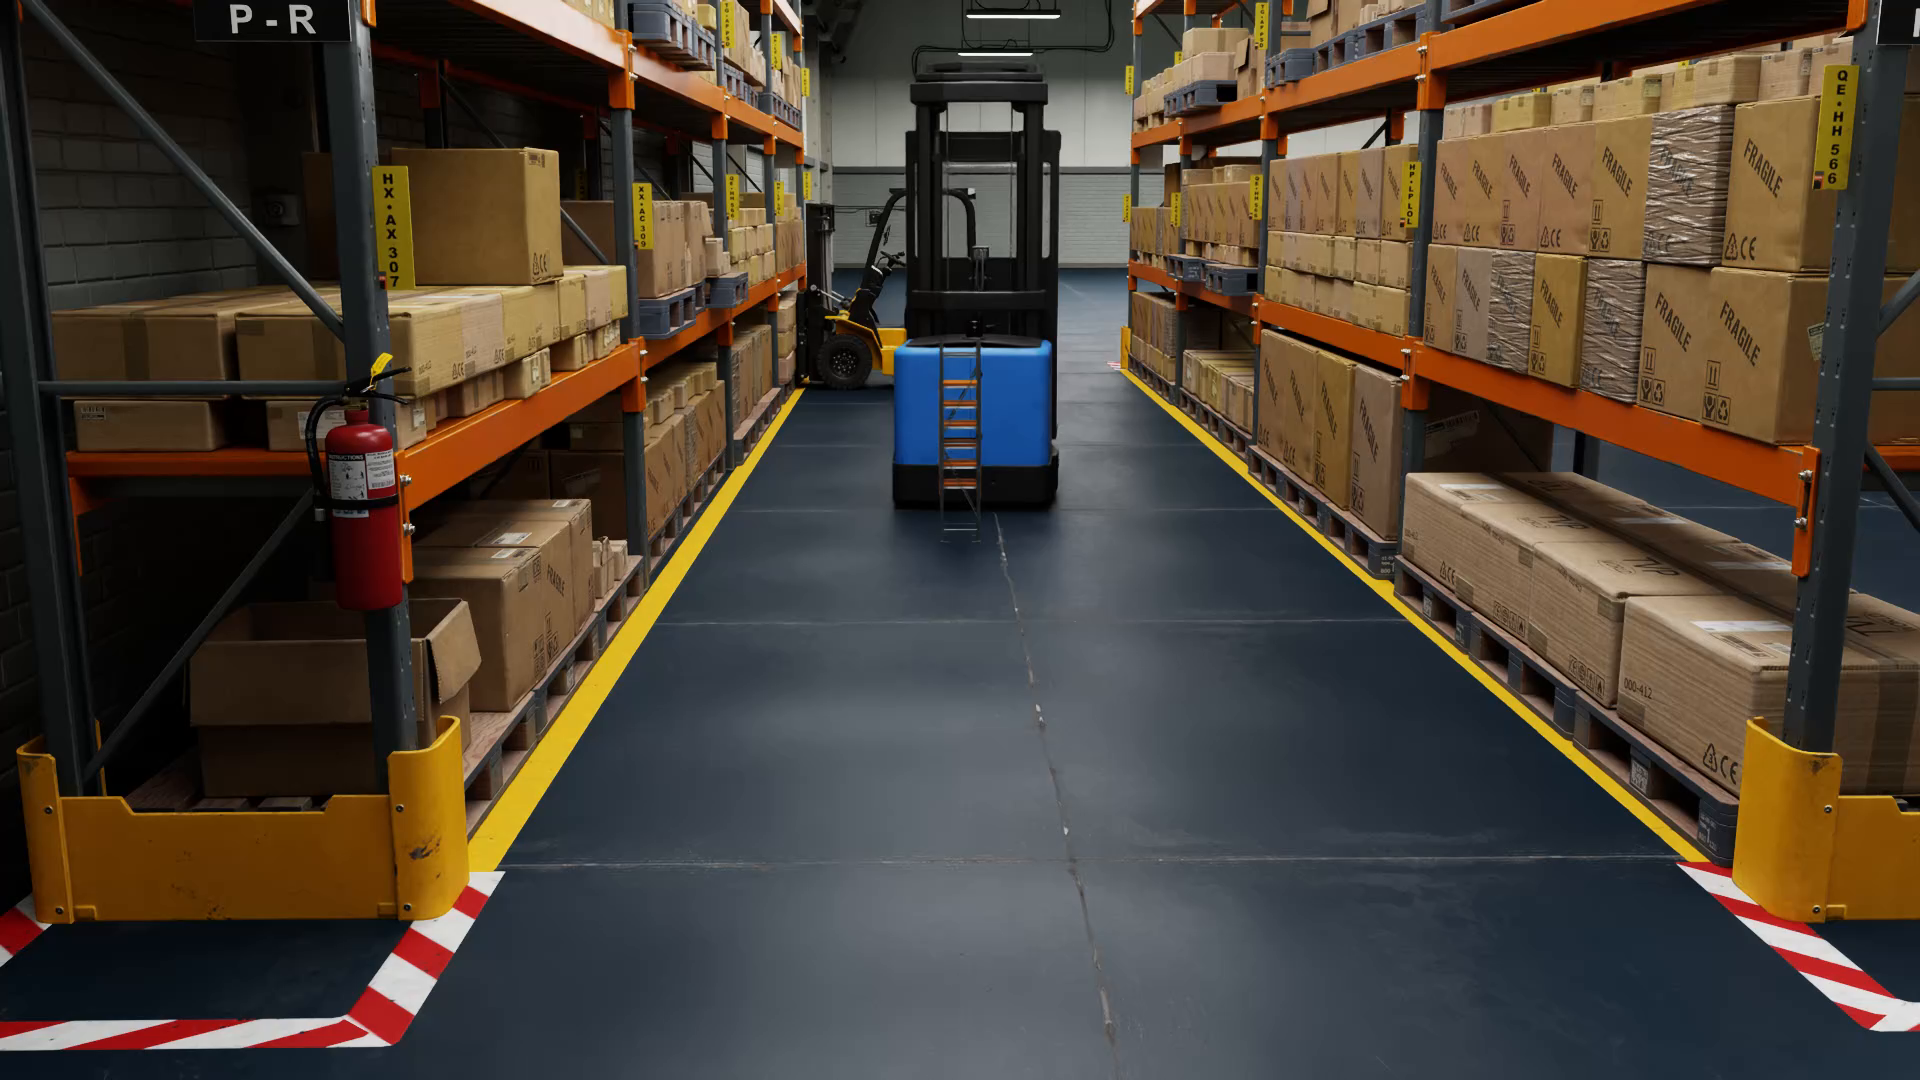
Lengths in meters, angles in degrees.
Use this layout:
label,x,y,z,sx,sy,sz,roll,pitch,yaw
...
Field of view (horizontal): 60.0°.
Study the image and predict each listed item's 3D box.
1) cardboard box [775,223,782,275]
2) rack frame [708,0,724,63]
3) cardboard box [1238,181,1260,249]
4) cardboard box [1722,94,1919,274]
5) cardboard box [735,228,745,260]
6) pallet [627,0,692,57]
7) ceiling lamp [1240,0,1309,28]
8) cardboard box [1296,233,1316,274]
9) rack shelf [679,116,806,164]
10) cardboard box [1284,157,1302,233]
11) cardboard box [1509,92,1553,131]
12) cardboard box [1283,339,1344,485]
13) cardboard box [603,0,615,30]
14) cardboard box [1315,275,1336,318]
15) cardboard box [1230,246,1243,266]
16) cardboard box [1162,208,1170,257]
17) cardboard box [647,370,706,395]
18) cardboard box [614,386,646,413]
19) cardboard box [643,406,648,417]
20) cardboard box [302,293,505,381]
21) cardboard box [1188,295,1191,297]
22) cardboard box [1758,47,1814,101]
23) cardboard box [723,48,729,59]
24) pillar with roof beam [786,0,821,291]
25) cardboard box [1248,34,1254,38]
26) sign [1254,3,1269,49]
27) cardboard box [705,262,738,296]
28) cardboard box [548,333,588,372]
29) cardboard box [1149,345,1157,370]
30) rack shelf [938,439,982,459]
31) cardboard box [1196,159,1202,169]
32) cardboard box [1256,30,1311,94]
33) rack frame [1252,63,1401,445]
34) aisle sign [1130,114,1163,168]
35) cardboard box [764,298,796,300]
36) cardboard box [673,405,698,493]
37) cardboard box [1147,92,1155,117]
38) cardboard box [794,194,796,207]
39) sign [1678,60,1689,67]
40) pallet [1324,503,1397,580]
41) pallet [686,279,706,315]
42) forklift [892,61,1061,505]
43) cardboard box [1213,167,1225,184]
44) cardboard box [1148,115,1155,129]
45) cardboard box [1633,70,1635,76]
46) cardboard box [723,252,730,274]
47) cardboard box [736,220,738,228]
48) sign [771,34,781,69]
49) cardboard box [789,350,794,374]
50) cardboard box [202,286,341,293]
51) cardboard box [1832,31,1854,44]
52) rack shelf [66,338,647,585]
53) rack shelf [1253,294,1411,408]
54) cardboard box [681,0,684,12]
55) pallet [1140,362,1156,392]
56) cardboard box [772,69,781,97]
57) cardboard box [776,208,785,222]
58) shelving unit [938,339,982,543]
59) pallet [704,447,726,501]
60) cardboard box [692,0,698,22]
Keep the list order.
label,x,y,z,sx,sy,sz,roll,pitch,yaw
cardboard box,-2.053,-2.929,16.699,0.500,0.500,0.500,-1,11,-3
rack frame,-2.222,-4.935,11.753,1.000,3.000,0.127,0,11,-1
cardboard box,2.453,-2.506,12.813,0.500,0.500,0.500,-1,11,-3
cardboard box,2.657,-1.060,4.974,0.500,0.500,0.500,0,11,1
cardboard box,-1.996,-2.356,13.245,0.500,0.250,0.500,0,11,1
pallet,-2.083,-2.708,8.791,1.213,0.211,1.003,0,11,-1
ceiling lamp,8.322,-14.489,44.166,2.000,3.185,0.800,0,11,-1
cardboard box,2.511,-1.884,10.923,0.500,0.250,0.500,0,11,-1
rack shelf,-2.346,-4.305,18.002,1.077,0.370,4.000,0,11,-1
cardboard box,2.526,-2.358,11.371,0.500,0.500,0.500,0,11,-1
cardboard box,2.559,-1.810,7.040,0.380,0.149,0.250,-1,11,-3
cardboard box,2.686,-0.866,11.071,0.875,0.875,0.875,0,11,0
cardboard box,-1.837,-2.477,7.811,0.380,0.149,0.250,0,11,-2
cardboard box,2.546,-1.540,10.484,0.500,0.250,0.500,0,11,-1
cardboard box,2.370,-2.266,13.261,0.380,0.149,0.250,0,11,-2
cardboard box,2.382,-3.196,17.268,0.500,0.500,0.500,0,11,1
cardboard box,-1.961,-1.090,11.488,0.380,0.149,0.250,-1,11,-3
cardboard box,-1.934,-0.768,9.154,0.380,0.149,0.250,-1,11,-4
cardboard box,-1.981,-0.677,9.451,0.380,0.149,0.250,-1,11,-4
cardboard box,-1.808,-0.669,5.441,0.500,0.250,0.500,0,11,-1
cardboard box,2.866,-2.571,19.159,0.500,0.500,0.500,0,11,1
cardboard box,2.669,-1.404,5.037,0.380,0.149,0.250,0,11,0
cardboard box,-1.926,-3.676,12.371,0.380,0.166,0.250,0,11,-1
pillar with roof beam,0.658,-9.979,36.616,9.100,9.000,0.548,0,11,-1
cardboard box,2.797,-4.544,15.433,0.500,0.250,0.500,0,11,0
sign,2.198,-3.738,12.095,0.100,0.325,0.005,0,11,-1
cardboard box,-1.987,-2.011,12.804,0.500,0.250,0.500,0,11,-1
cardboard box,-1.812,-0.809,7.132,0.380,0.149,0.250,0,11,-2
cardboard box,2.350,-1.993,18.199,0.500,0.250,0.500,0,11,0
rack shelf,0.000,-0.547,9.963,0.258,0.103,0.180,0,11,-1
cardboard box,2.893,-3.786,17.663,0.700,0.500,0.500,0,11,-2
cardboard box,2.731,-3.724,13.075,0.700,0.500,0.500,0,11,-1
rack frame,2.740,-2.016,12.454,1.000,3.000,0.127,0,11,-1
aisle sign,2.264,-4.892,20.089,0.394,0.787,0.004,0,11,-1
cardboard box,-2.027,-2.541,18.385,0.500,0.250,0.500,0,11,-2
cardboard box,-1.956,-0.586,10.635,0.500,0.500,0.500,-1,11,-3
cardboard box,2.355,-4.845,18.482,0.500,0.250,0.500,0,11,1
cardboard box,-2.054,-3.826,18.742,0.380,0.149,0.250,0,11,0
sign,7.050,-4.612,16.202,0.100,0.325,0.005,0,11,-1
pallet,2.732,-0.008,9.566,1.003,0.211,1.213,0,11,-1
pallet,-2.178,-1.515,10.464,1.003,0.211,1.213,0,11,-1
forklift,0.177,-1.919,12.145,1.130,2.935,3.031,1,11,4
cardboard box,2.439,-3.220,14.697,0.380,0.149,0.250,0,11,2
cardboard box,2.288,-4.630,18.422,0.380,0.149,0.250,0,11,-1
cardboard box,7.319,-4.946,17.671,0.500,0.250,0.500,0,11,-2
cardboard box,-1.825,-1.949,11.697,0.380,0.149,0.250,0,11,0
cardboard box,-1.990,-2.583,13.362,0.380,0.149,0.250,0,11,-1
sign,-1.763,-4.672,15.909,0.100,0.325,0.005,0,11,-1
cardboard box,-2.010,-1.847,17.479,0.500,0.250,0.500,0,11,-2
cardboard box,-2.347,-0.769,5.932,0.500,0.250,0.500,0,11,1
cardboard box,7.365,-3.945,13.330,0.500,0.311,0.500,0,11,-1
rack shelf,-2.098,-0.450,6.542,1.077,0.370,4.000,0,11,-1
rack shelf,2.781,-1.266,10.566,1.077,0.370,4.000,0,11,-1
cardboard box,-1.772,-3.066,9.407,0.380,0.149,0.250,0,11,-2
pallet,2.580,-1.821,18.506,1.003,0.211,1.213,0,11,-1
cardboard box,-2.079,-4.638,16.748,0.500,0.311,0.500,0,11,0
cardboard box,-2.020,-3.374,17.264,0.380,0.149,0.250,0,11,0
shelving unit,0.000,-0.591,9.954,0.258,1.200,0.189,0,11,-1
pallet,-2.245,-0.480,11.895,1.003,0.211,1.213,0,11,-1
cardboard box,-1.964,-3.561,11.147,0.380,0.149,0.250,-1,11,-3
